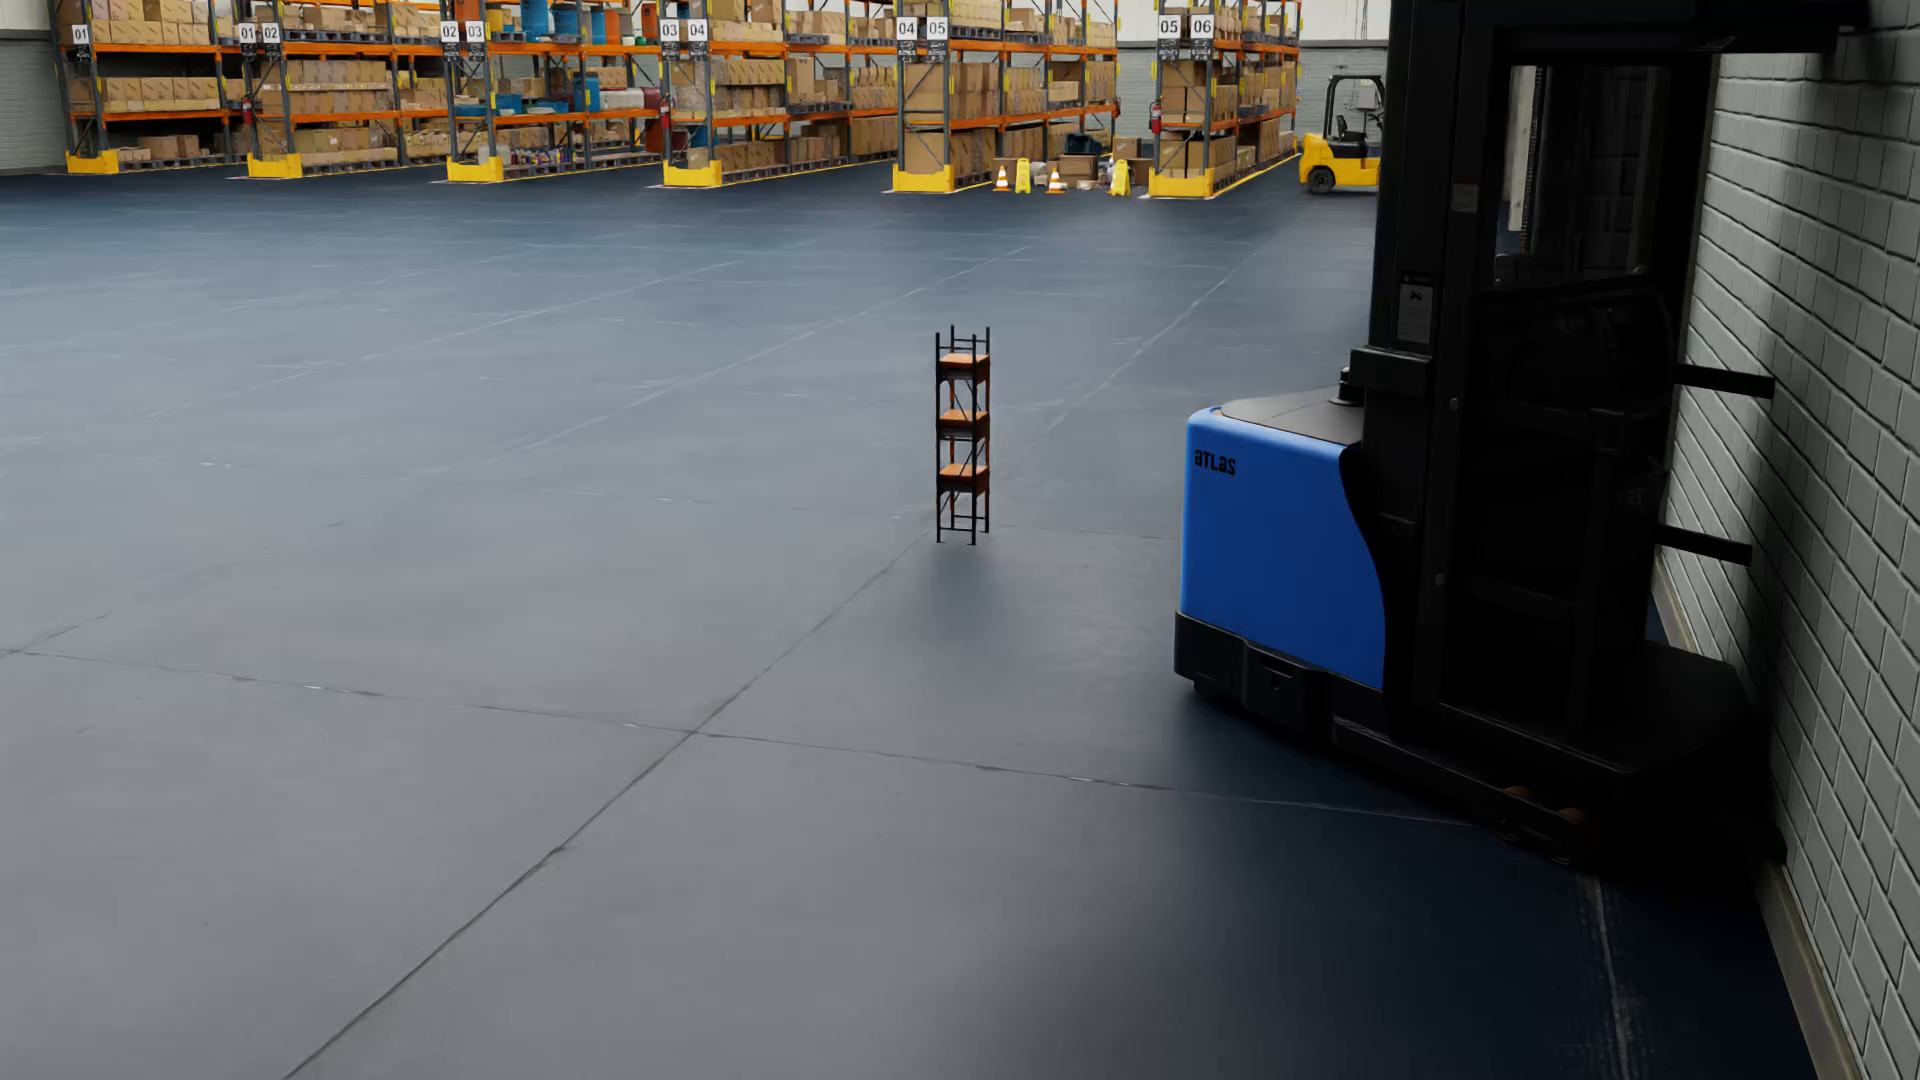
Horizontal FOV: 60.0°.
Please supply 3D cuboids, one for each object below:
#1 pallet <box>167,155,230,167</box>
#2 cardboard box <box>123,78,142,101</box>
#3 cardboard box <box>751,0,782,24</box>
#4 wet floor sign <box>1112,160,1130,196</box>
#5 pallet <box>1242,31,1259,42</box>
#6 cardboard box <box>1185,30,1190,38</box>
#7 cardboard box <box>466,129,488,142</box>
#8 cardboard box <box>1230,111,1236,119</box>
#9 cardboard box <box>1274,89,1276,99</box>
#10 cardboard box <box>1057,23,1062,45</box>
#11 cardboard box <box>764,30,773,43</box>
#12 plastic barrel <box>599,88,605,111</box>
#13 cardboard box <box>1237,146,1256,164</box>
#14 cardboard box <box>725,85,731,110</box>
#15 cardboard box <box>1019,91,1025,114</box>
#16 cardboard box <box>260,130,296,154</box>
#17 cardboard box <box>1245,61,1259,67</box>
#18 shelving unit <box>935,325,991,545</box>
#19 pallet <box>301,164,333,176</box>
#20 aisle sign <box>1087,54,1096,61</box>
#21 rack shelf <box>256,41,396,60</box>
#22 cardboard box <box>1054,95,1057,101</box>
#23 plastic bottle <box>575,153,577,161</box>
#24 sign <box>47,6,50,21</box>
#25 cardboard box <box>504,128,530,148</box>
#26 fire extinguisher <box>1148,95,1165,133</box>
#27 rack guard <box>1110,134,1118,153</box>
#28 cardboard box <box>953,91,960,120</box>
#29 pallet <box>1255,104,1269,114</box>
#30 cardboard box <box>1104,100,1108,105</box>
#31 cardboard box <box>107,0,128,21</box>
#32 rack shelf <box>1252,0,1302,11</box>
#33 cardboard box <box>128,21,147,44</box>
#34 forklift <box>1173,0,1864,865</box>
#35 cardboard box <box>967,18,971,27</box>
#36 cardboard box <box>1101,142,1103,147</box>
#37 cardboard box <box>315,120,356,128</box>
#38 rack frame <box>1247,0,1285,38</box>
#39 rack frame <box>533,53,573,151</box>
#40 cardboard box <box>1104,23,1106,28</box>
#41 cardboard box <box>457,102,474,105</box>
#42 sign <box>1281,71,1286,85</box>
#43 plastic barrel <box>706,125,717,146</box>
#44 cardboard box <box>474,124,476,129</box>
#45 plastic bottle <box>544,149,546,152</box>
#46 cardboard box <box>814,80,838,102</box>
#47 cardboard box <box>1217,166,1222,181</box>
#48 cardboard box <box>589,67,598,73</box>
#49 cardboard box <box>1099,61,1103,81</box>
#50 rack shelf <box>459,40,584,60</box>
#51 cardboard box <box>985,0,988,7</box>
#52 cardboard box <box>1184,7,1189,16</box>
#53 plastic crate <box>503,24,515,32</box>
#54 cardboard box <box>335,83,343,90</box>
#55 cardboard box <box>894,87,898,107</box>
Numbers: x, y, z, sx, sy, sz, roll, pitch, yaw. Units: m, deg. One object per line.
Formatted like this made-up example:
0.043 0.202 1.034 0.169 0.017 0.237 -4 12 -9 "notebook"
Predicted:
-18.687 -9.284 40.675 1.003 0.211 1.213 5 16 16 "pallet"
-19.093 -10.286 37.961 0.500 0.500 0.500 5 16 16 "cardboard box"
-4.166 -11.389 35.845 0.500 0.500 0.500 4 16 14 "cardboard box"
3.002 -6.738 30.901 0.267 0.644 0.232 11 19 35 "wet floor sign"
5.496 -10.389 34.309 1.213 0.211 1.003 5 16 16 "pallet"
4.063 -9.409 30.967 0.380 0.149 0.250 5 17 18 "cardboard box"
-12.556 -10.460 42.954 0.500 0.311 0.500 5 17 17 "cardboard box"
5.355 -8.589 33.574 0.380 0.149 0.250 5 17 17 "cardboard box"
7.324 -10.743 40.068 0.500 0.250 0.500 5 17 17 "cardboard box"
2.133 -12.039 39.596 0.500 0.500 0.500 5 16 16 "cardboard box"
-4.320 -10.747 35.502 0.500 0.250 0.500 5 17 17 "cardboard box"
-8.549 -10.335 39.019 0.433 0.535 0.433 0 16 0 "plastic barrel"
6.185 -8.721 37.624 0.950 0.372 0.625 3 16 12 "cardboard box"
-5.210 -9.079 34.111 0.875 0.500 0.500 5 16 16 "cardboard box"
1.139 -9.668 36.736 0.500 0.500 0.500 5 16 16 "cardboard box"
-15.049 -8.778 36.675 0.500 0.500 0.500 5 16 16 "cardboard box"
7.274 -11.923 41.663 0.380 0.149 0.250 4 16 15 "cardboard box"
0.015 -0.519 8.235 0.215 1.050 0.252 5 16 16 "shelving unit"
-14.739 -8.236 36.981 1.003 0.211 1.213 5 16 16 "pallet"
3.587 -13.673 46.275 0.394 0.787 0.004 5 16 16 "aisle sign"
-14.348 -10.995 37.417 1.077 0.370 4.000 5 16 16 "rack shelf"
2.129 -10.681 40.182 0.380 0.149 0.250 5 17 18 "cardboard box"
-8.836 -8.782 38.117 0.097 0.201 0.097 0 16 0 "plastic bottle"
-20.193 -11.675 36.875 0.100 0.325 0.005 5 16 16 "sign"
-11.949 -10.842 44.831 0.500 0.500 0.500 4 16 15 "cardboard box"
3.608 -7.806 30.493 0.296 0.674 0.183 5 16 16 "fire extinguisher"
3.833 -11.158 46.752 1.175 0.500 0.348 5 16 16 "rack guard"
-0.495 -8.513 32.570 0.875 0.550 0.550 5 16 16 "cardboard box"
6.255 -9.643 37.181 1.213 0.211 1.003 5 16 16 "pallet"
3.819 -11.955 45.441 0.380 0.149 0.250 5 17 17 "cardboard box"
-19.134 -11.949 37.410 0.500 0.500 0.500 4 16 15 "cardboard box"
8.060 -13.847 42.710 1.077 0.370 4.000 5 16 16 "rack shelf"
-19.002 -11.601 38.014 0.500 0.500 0.500 5 17 18 "cardboard box"
2.061 -0.595 5.054 1.130 2.935 3.031 -11 19 -33 "forklift"
-0.001 -10.096 32.437 0.380 0.149 0.250 5 16 16 "cardboard box"
3.701 -10.782 45.301 0.380 0.149 0.250 4 16 13 "cardboard box"
-17.059 -11.201 45.492 0.750 0.750 0.750 4 16 15 "cardboard box"
7.492 -13.863 40.712 1.000 3.000 0.127 5 16 16 "rack frame"
-11.506 -12.514 46.952 1.000 3.000 0.127 5 16 16 "rack frame"
3.704 -13.811 44.654 0.380 0.149 0.250 4 16 15 "cardboard box"
-12.634 -11.090 42.392 0.380 0.149 0.250 5 16 16 "cardboard box"
8.015 -11.456 41.244 0.100 0.325 0.005 5 16 16 "sign"
-6.929 -11.181 45.326 0.600 0.901 0.708 5 16 16 "plastic barrel"
-15.223 -12.752 51.603 0.700 0.500 0.500 5 16 16 "cardboard box"
-9.506 -8.797 38.018 0.061 0.283 0.133 5 16 16 "plastic bottle"
-3.324 -10.650 39.429 0.700 0.500 0.500 7 17 24 "cardboard box"
4.729 -7.039 31.917 0.500 0.250 0.500 5 17 18 "cardboard box"
-10.810 -13.414 48.110 0.500 0.500 0.500 4 16 14 "cardboard box"
3.532 -12.506 44.362 0.500 0.500 0.500 4 16 14 "cardboard box"
-9.600 -10.610 36.060 1.077 0.370 4.000 5 16 16 "rack shelf"
0.359 -10.811 33.498 0.380 0.149 0.250 5 16 16 "cardboard box"
4.005 -9.719 30.599 0.380 0.149 0.250 5 17 17 "cardboard box"
-9.915 -10.947 35.960 0.392 0.384 0.575 5 16 16 "plastic crate"
-14.161 -10.223 37.502 0.380 0.149 0.250 5 17 16 "cardboard box"
-1.880 -11.649 43.721 0.500 0.500 0.500 5 16 16 "cardboard box"
